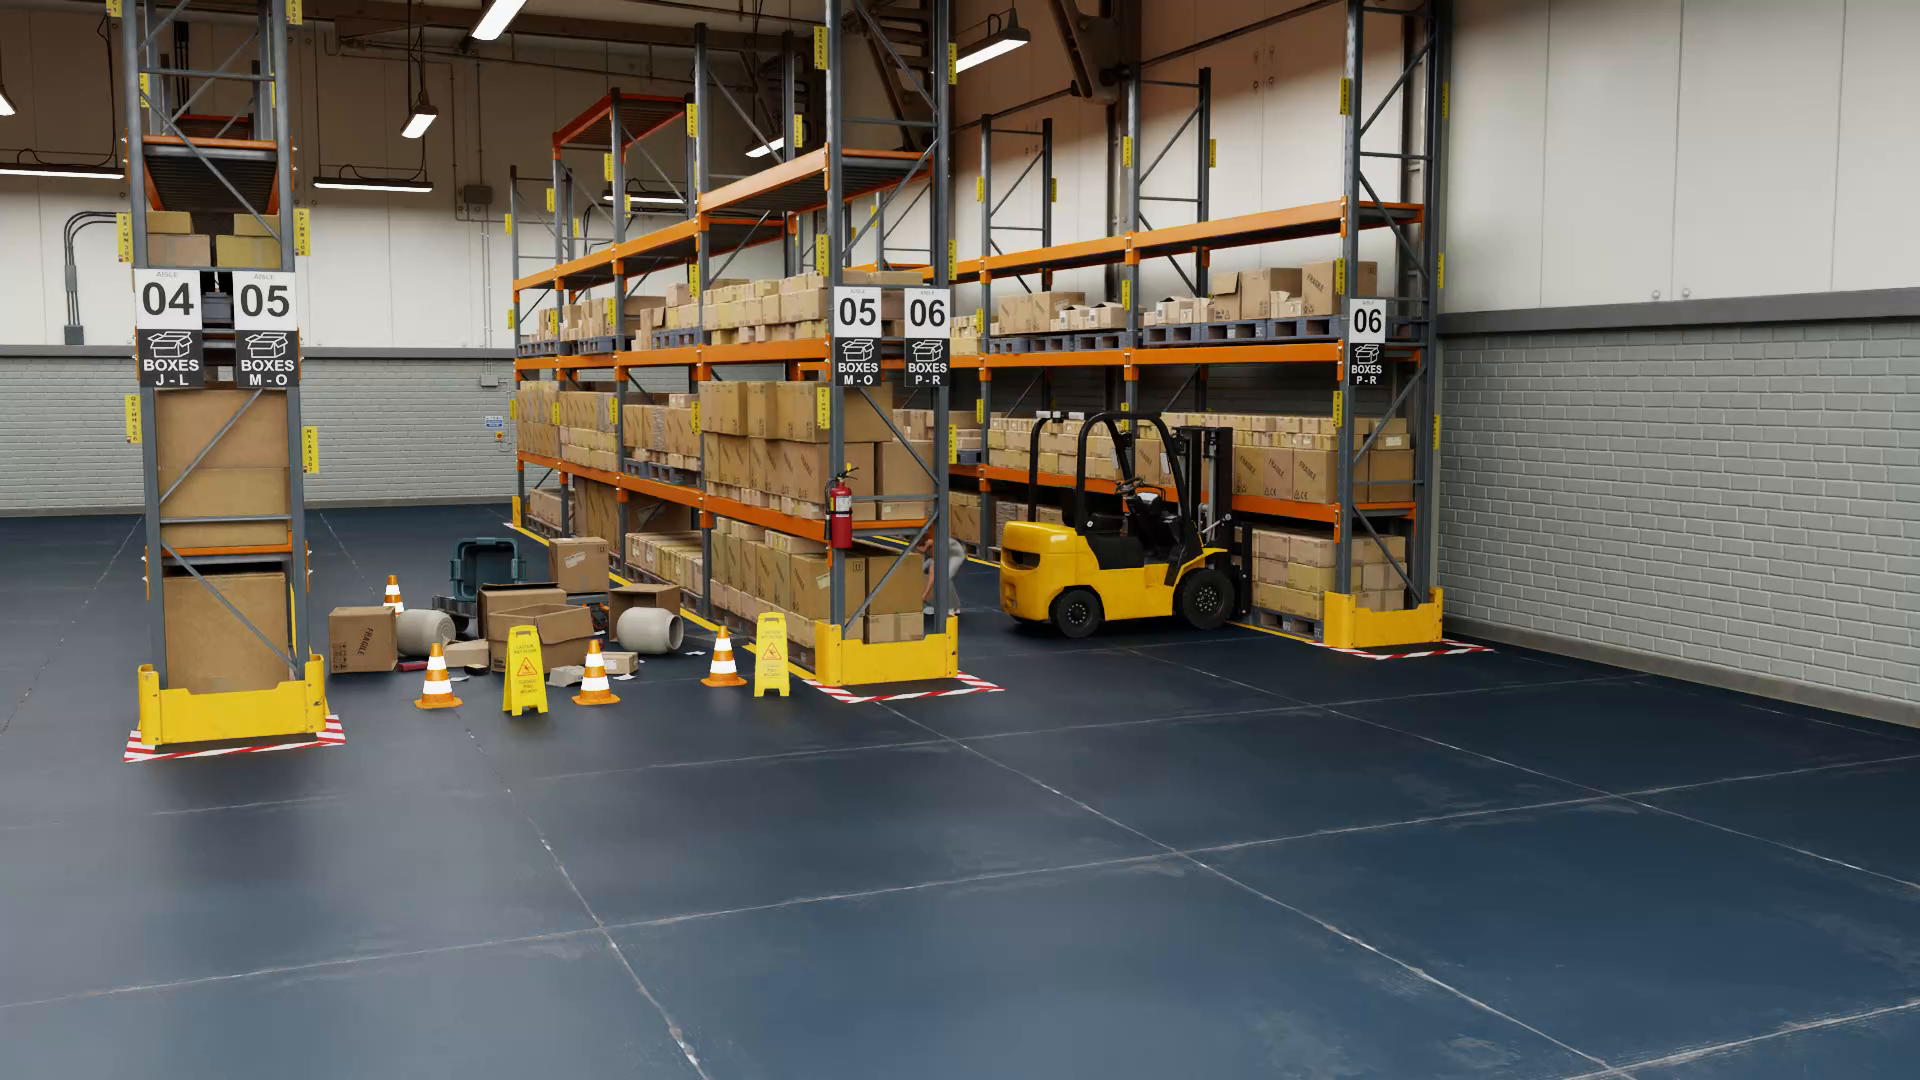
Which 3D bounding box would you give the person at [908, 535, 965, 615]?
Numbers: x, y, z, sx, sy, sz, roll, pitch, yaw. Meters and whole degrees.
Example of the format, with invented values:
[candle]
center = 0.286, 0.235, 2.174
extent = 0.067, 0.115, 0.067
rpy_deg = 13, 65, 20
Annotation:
[person]
center = -0.276, 0.332, 17.393
extent = 0.474, 0.935, 0.852
rpy_deg = 4, 7, 35
